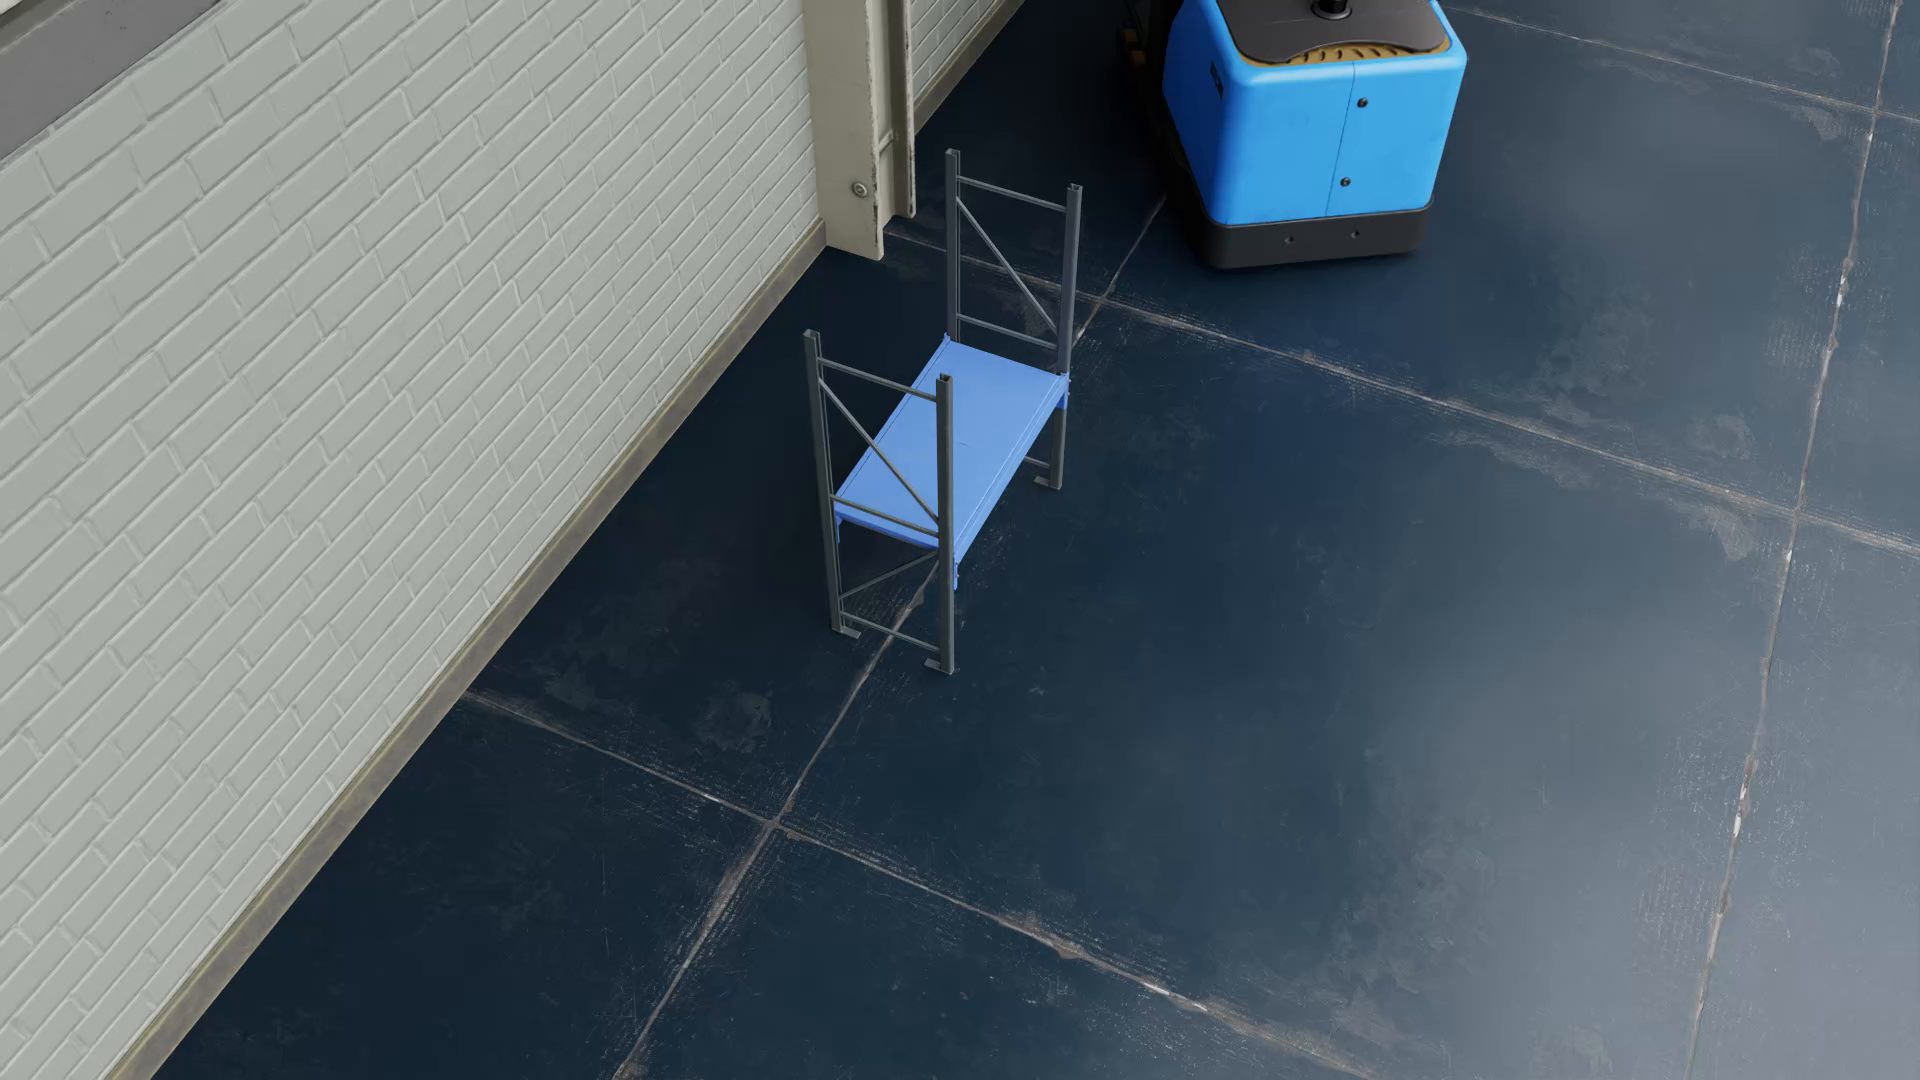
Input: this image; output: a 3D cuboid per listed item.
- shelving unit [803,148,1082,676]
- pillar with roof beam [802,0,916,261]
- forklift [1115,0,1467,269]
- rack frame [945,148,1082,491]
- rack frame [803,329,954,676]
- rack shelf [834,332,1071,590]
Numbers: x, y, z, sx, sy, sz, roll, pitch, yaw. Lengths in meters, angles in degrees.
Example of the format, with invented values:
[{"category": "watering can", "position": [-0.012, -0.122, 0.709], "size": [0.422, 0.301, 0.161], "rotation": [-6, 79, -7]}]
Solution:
[{"category": "shelving unit", "position": [-0.036, -0.427, 5.944], "size": [0.538, 1.500, 1.048], "rotation": [20, 52, 16]}, {"category": "pillar with roof beam", "position": [3.463, -2.987, 3.198], "size": [9.100, 9.000, 0.400], "rotation": [20, 52, 16]}, {"category": "forklift", "position": [1.417, -3.314, 7.461], "size": [1.130, 2.935, 3.031], "rotation": [-6, 50, -5]}, {"category": "rack frame", "position": [0.181, -0.777, 6.242], "size": [0.500, 1.500, 0.032], "rotation": [20, 52, 16]}, {"category": "rack frame", "position": [-0.254, -0.077, 5.646], "size": [0.500, 1.500, 0.032], "rotation": [20, 52, 16]}, {"category": "rack shelf", "position": [-0.036, -0.311, 6.081], "size": [0.538, 0.185, 1.000], "rotation": [20, 52, 16]}]
